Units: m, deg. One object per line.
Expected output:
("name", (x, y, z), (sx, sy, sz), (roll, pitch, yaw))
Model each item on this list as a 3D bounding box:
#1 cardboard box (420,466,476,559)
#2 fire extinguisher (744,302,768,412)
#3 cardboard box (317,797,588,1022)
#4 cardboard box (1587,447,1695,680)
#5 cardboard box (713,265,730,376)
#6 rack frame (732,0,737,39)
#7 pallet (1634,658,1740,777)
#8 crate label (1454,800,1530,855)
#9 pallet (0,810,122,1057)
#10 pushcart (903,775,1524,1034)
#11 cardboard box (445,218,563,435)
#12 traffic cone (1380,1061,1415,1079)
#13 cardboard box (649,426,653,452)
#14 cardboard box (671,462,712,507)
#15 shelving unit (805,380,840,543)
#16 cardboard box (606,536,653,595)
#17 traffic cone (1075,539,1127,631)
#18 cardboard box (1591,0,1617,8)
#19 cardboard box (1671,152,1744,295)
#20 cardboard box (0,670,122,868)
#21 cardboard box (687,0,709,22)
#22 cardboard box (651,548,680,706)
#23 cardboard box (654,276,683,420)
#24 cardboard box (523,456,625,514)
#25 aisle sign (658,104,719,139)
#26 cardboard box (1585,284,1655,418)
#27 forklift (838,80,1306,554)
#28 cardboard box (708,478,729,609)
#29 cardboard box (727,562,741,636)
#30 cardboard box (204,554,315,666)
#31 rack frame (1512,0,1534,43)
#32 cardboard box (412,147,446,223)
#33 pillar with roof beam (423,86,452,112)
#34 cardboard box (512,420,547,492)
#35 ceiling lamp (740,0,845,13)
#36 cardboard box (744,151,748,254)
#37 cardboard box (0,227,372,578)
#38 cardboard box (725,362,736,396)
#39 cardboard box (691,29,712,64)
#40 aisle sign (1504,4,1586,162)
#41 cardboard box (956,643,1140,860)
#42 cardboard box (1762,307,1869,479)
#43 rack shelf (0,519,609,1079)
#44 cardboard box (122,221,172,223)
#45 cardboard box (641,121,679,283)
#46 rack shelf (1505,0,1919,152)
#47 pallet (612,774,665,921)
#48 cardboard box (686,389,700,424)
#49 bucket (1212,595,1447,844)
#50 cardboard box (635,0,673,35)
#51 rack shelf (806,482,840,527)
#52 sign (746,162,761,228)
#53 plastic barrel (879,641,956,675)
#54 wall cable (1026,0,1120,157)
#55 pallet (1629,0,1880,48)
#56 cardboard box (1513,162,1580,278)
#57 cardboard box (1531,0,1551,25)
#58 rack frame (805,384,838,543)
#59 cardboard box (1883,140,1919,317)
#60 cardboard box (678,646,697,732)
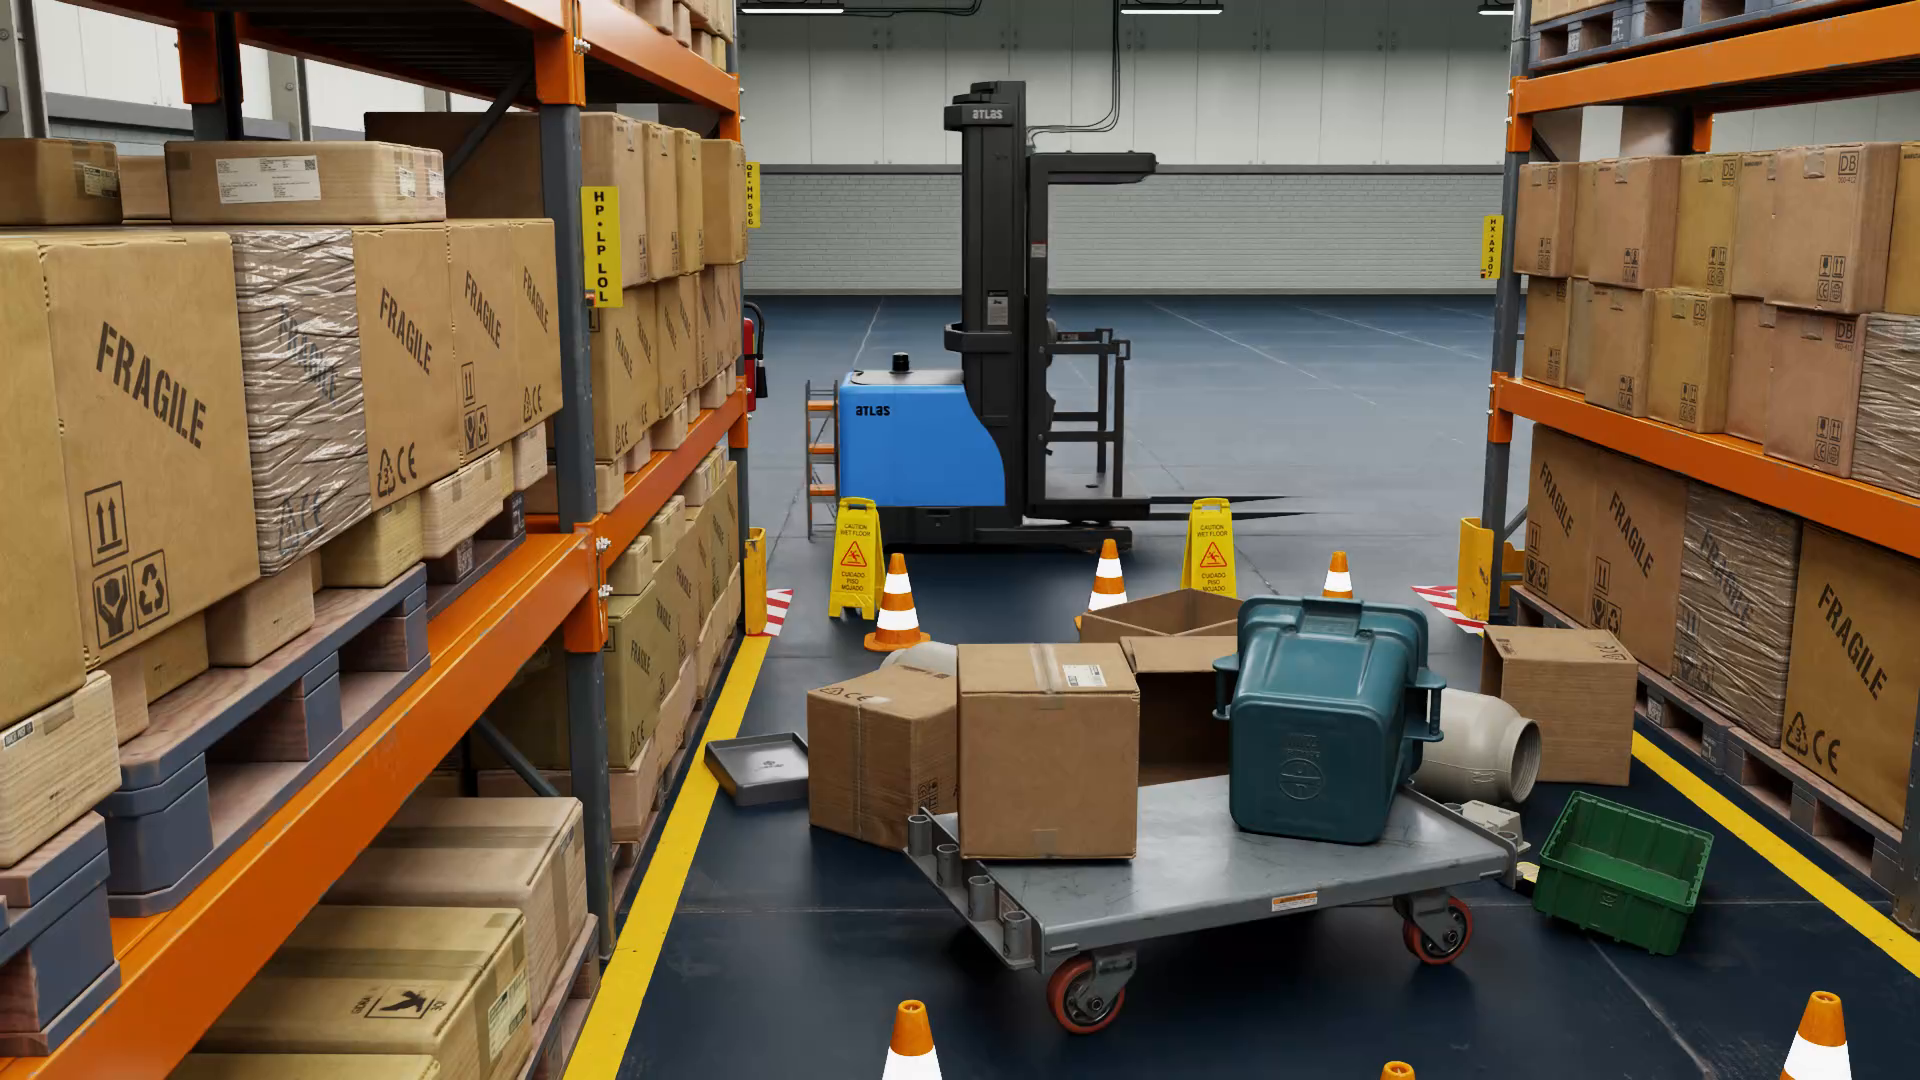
("cardboard box", (-1.210, -0.058, 3.377), (0.380, 0.149, 0.250), (0, 11, -1))
("fire extinguisher", (-1.159, -1.013, 8.701), (0.296, 0.674, 0.183), (0, 11, -1))
("cardboard box", (-1.521, 0.955, 4.358), (0.950, 0.372, 0.625), (0, 11, 0))
("cardboard box", (3.430, 0.078, 7.416), (0.875, 0.875, 0.875), (0, 11, -2))
("cardboard box", (-1.325, -1.014, 7.516), (0.500, 0.500, 0.500), (0, 11, -1))
("rack frame", (-1.617, -3.966, 7.976), (1.000, 3.000, 0.127), (0, 11, -1))
("pallet", (3.446, 0.701, 7.074), (1.003, 0.211, 1.213), (0, 11, -1))
("crate label", (1.796, 1.005, 5.759), (0.298, 0.136, 0.250), (-10, 15, -40))
("pallet", (-1.573, 0.517, 1.449), (1.213, 0.211, 1.003), (0, 11, -1))
("pushcart", (0.744, 1.035, 5.009), (1.648, 0.377, 0.936), (-4, 12, -21))
("cardboard box", (-1.296, -0.541, 4.124), (0.500, 0.500, 0.500), (0, 11, -2))
("traffic cone", (0.896, 1.307, 3.454), (0.336, 0.463, 0.334), (0, 11, -1))
("cardboard box", (-1.321, -0.377, 6.003), (0.380, 0.149, 0.250), (0, 11, -1))
("cardboard box", (-1.260, -0.236, 7.022), (0.380, 0.149, 0.250), (0, 11, 1))
("shelving unit", (-0.907, -0.523, 10.995), (0.215, 1.050, 0.252), (0, 11, -2))
("cardboard box", (-1.220, 0.082, 5.453), (0.380, 0.149, 0.250), (0, 11, 0))
("traffic cone", (0.784, 0.225, 8.785), (0.336, 0.463, 0.334), (0, 11, -1))
("cardboard box", (3.032, -2.448, 7.360), (0.380, 0.149, 0.250), (0, 11, -1))
("cardboard box", (3.419, -1.270, 6.680), (0.875, 0.550, 0.500), (0, 11, -1))
("cardboard box", (-1.190, 0.251, 1.856), (0.380, 0.149, 0.250), (0, 11, -1))
("cardboard box", (-1.313, -2.265, 6.762), (0.500, 0.250, 0.500), (0, 11, 0))
("cardboard box", (-1.300, 0.319, 5.918), (0.500, 0.500, 0.500), (0, 11, 1))
("cardboard box", (-1.296, -0.714, 6.034), (0.500, 0.500, 0.500), (0, 11, -2))
("cardboard box", (-1.221, -0.172, 4.993), (0.380, 0.149, 0.250), (0, 11, -1))
("aisle sign", (-1.329, -2.314, 8.380), (0.394, 0.787, 0.004), (0, 11, -1))
("cardboard box", (3.302, -0.845, 7.304), (0.875, 0.550, 0.550), (0, 11, -1))
("forklift", (0.727, -1.454, 10.852), (3.031, 2.935, 1.130), (0, 11, -1))
("cardboard box", (-1.326, 0.010, 7.438), (0.500, 0.500, 0.500), (0, 11, 1))
("cardboard box", (-1.331, 0.280, 7.994), (0.500, 0.250, 0.500), (0, 11, -1))
("cardboard box", (-1.258, 0.095, 2.624), (0.380, 0.149, 0.250), (0, 11, 1))
("rack frame", (3.329, -4.007, 8.175), (1.000, 3.000, 0.127), (0, 11, -1))
("cardboard box", (-1.272, -0.722, 3.384), (0.380, 0.149, 0.250), (-1, 11, -3))
("pillar with roof beam", (-3.535, -7.399, 24.895), (9.100, 9.000, 0.400), (0, 11, -1))
("cardboard box", (-1.248, -0.212, 4.137), (0.380, 0.149, 0.250), (0, 11, 0))
("ceiling lamp", (-3.258, -11.878, 32.295), (2.000, 3.185, 0.800), (0, 11, -1))
("cardboard box", (-1.389, -1.610, 7.937), (0.700, 0.500, 0.500), (-1, 11, -3))
("cardboard box", (-1.268, -0.235, 2.619), (0.500, 0.500, 0.500), (-1, 11, -3))
("cardboard box", (-1.280, -0.780, 7.989), (0.380, 0.149, 0.250), (0, 11, -2))
("cardboard box", (-1.321, -2.201, 7.451), (0.380, 0.149, 0.250), (0, 11, 1))
("aisle sign", (3.028, -2.353, 8.576), (0.394, 0.787, 0.004), (0, 11, -1))
("cardboard box", (0.244, 0.610, 4.891), (0.500, 0.500, 0.500), (0, 11, -1))
("cardboard box", (3.359, -0.527, 5.737), (0.875, 0.550, 0.550), (0, 11, -1))
("rack shelf", (-1.493, 0.519, 2.765), (1.077, 0.370, 4.000), (0, 11, -1))
("cardboard box", (-1.801, -0.438, 3.616), (0.500, 0.500, 0.500), (0, 11, -1))
("cardboard box", (-1.316, -1.106, 5.450), (0.700, 0.500, 0.500), (0, 11, -1))
("rack shelf", (3.371, -1.786, 6.585), (1.077, 0.370, 4.000), (0, 11, -1))
("pallet", (-1.584, 1.002, 5.587), (1.003, 0.211, 1.213), (0, 11, -1))
("cardboard box", (-1.299, -0.575, 6.983), (0.380, 0.149, 0.250), (0, 11, -2))
("bucket", (1.104, 0.570, 5.113), (0.726, 0.611, 0.620), (4, 22, 18))
("cardboard box", (-1.235, -1.897, 5.955), (0.380, 0.149, 0.250), (0, 11, -2))
("rack shelf", (-0.907, -0.240, 11.053), (0.215, 0.259, 0.240), (0, 11, -2))
("sign", (-1.062, -1.747, 8.417), (0.100, 0.325, 0.005), (0, 11, -1))
("plastic barrel", (-0.061, 0.641, 6.835), (0.512, 0.421, 0.421), (9, 15, 38))
("wall cable", (2.666, -12.060, 39.318), (2.305, 6.003, 0.169), (0, 11, -1))
("pallet", (3.383, -2.102, 6.557), (1.003, 0.211, 1.213), (0, 11, -1))
("cardboard box", (3.298, -1.595, 8.285), (0.875, 0.550, 0.550), (0, 11, -1))
("cardboard box", (3.016, -2.599, 8.104), (0.380, 0.149, 0.250), (0, 11, -1))
("rack frame", (-0.903, -0.499, 10.876), (0.200, 1.050, 0.008), (0, 11, -2))
("cardboard box", (3.439, -0.948, 5.092), (0.875, 0.550, 0.550), (0, 11, -1))
("cardboard box", (-1.313, 0.581, 6.511), (0.500, 0.250, 0.500), (0, 11, -2))
